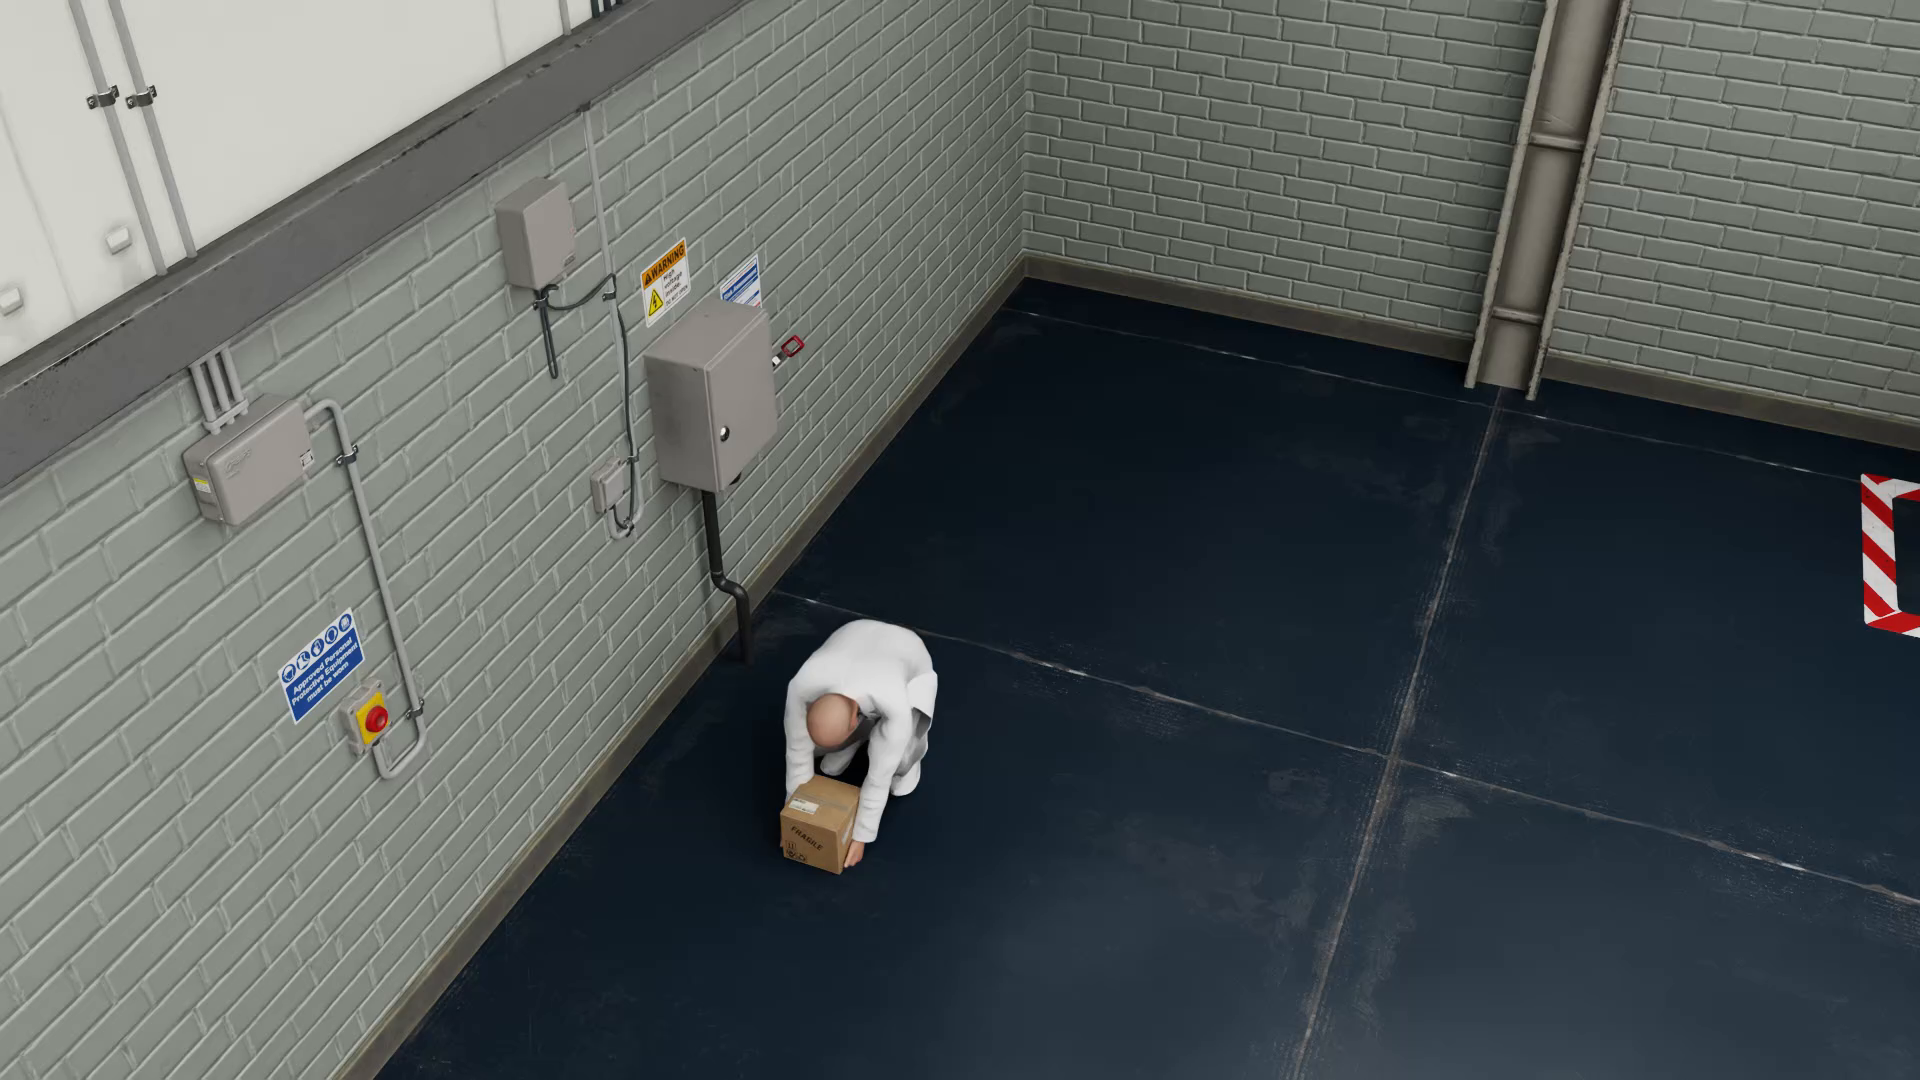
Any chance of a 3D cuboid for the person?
[{"bbox_3d":[-0.410,0.744,6.726,0.581,0.883,0.922,13,39,17],"label":"person"}]
